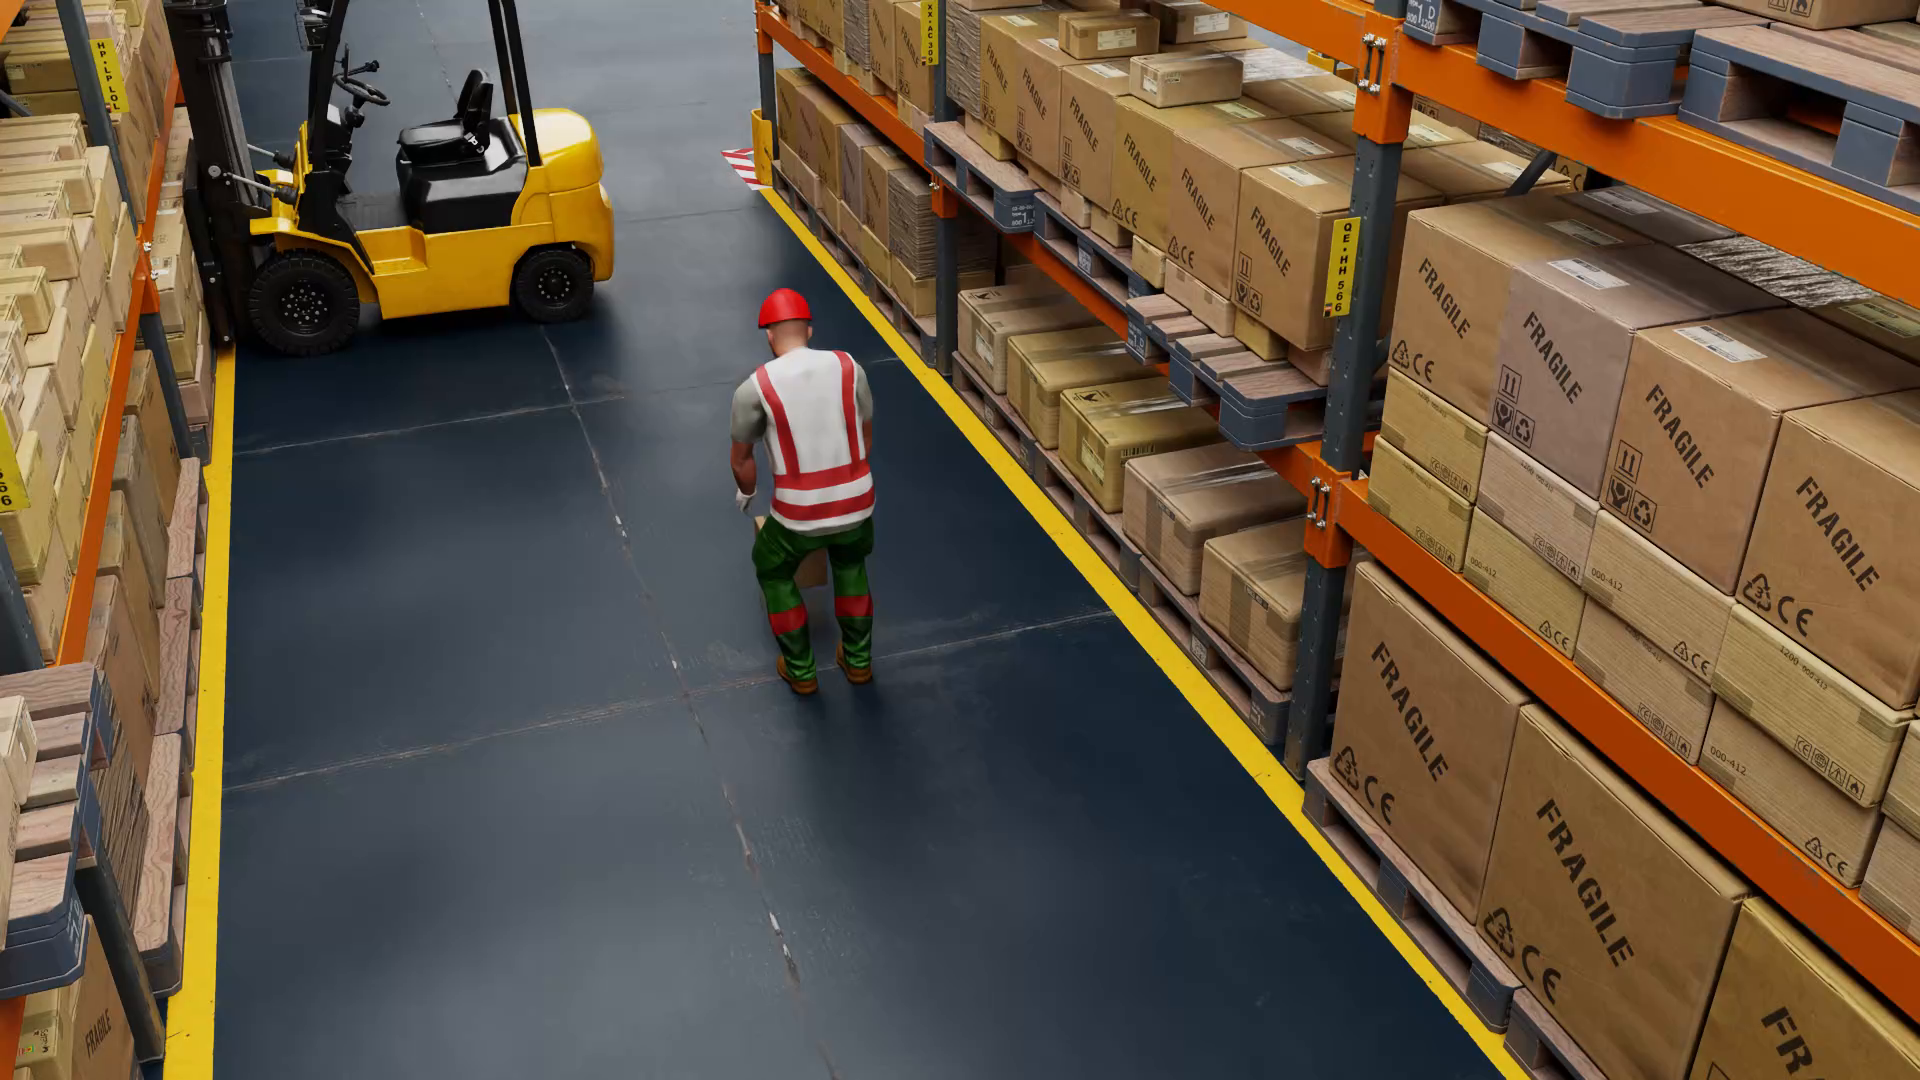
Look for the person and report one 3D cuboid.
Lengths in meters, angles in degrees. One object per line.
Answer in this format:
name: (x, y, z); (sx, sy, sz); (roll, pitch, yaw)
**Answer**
person: (-0.610, -0.165, 6.562); (0.568, 1.627, 0.602); (-10, 31, -17)
